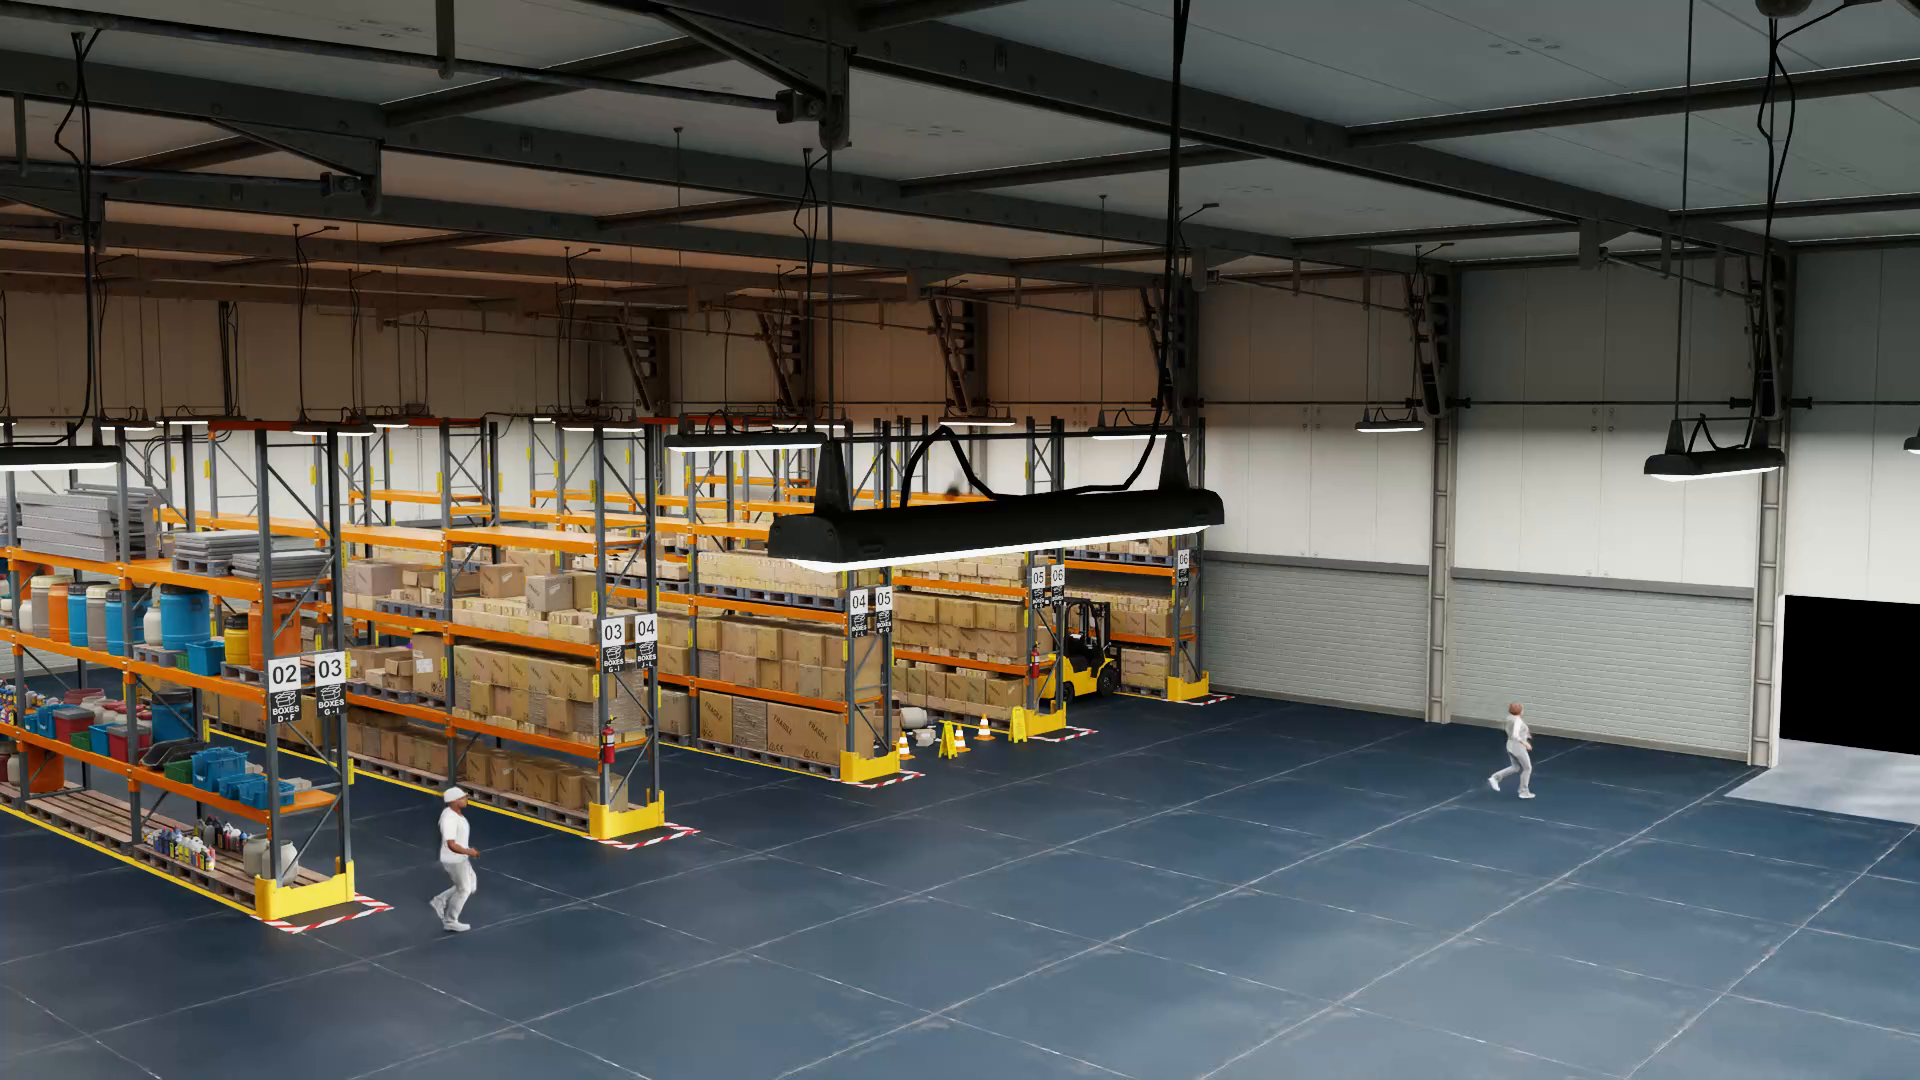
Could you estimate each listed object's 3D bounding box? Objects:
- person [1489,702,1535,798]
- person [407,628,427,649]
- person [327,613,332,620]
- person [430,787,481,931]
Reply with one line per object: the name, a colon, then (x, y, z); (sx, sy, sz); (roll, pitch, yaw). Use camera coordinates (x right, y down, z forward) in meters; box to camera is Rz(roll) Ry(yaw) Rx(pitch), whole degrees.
person: (8.840, 3.348, 26.495); (0.734, 1.561, 0.546); (-1, 5, -8)
person: (-11.001, 2.627, 34.076); (0.660, 1.739, 0.676); (5, 7, 44)
person: (-13.901, 2.430, 36.503); (0.654, 1.751, 0.677); (4, 6, 41)
person: (-6.058, 3.815, 19.947); (0.606, 1.724, 0.715); (-1, 5, -16)
